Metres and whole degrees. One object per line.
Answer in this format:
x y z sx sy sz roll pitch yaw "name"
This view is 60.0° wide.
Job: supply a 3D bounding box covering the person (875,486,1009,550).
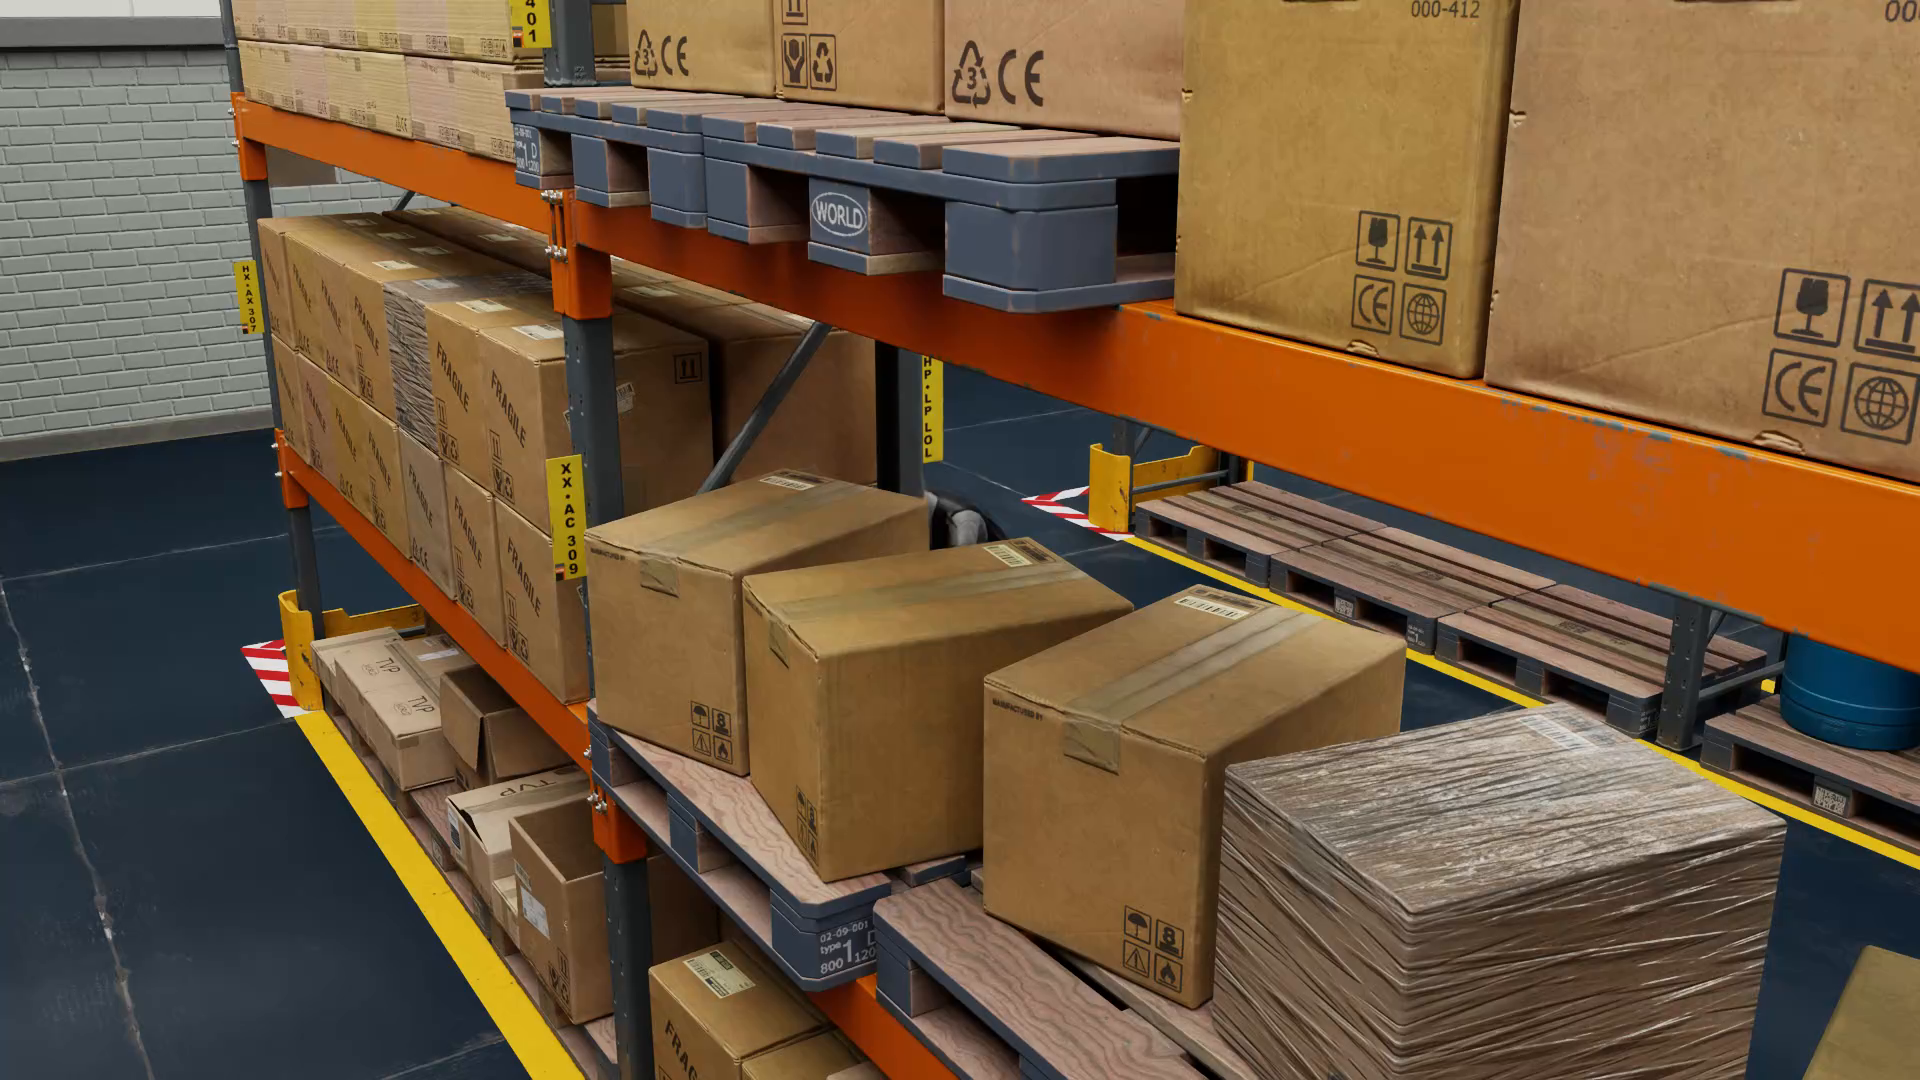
-0.044 0.340 7.385 0.756 1.209 0.589 -11 21 -31 "person"
